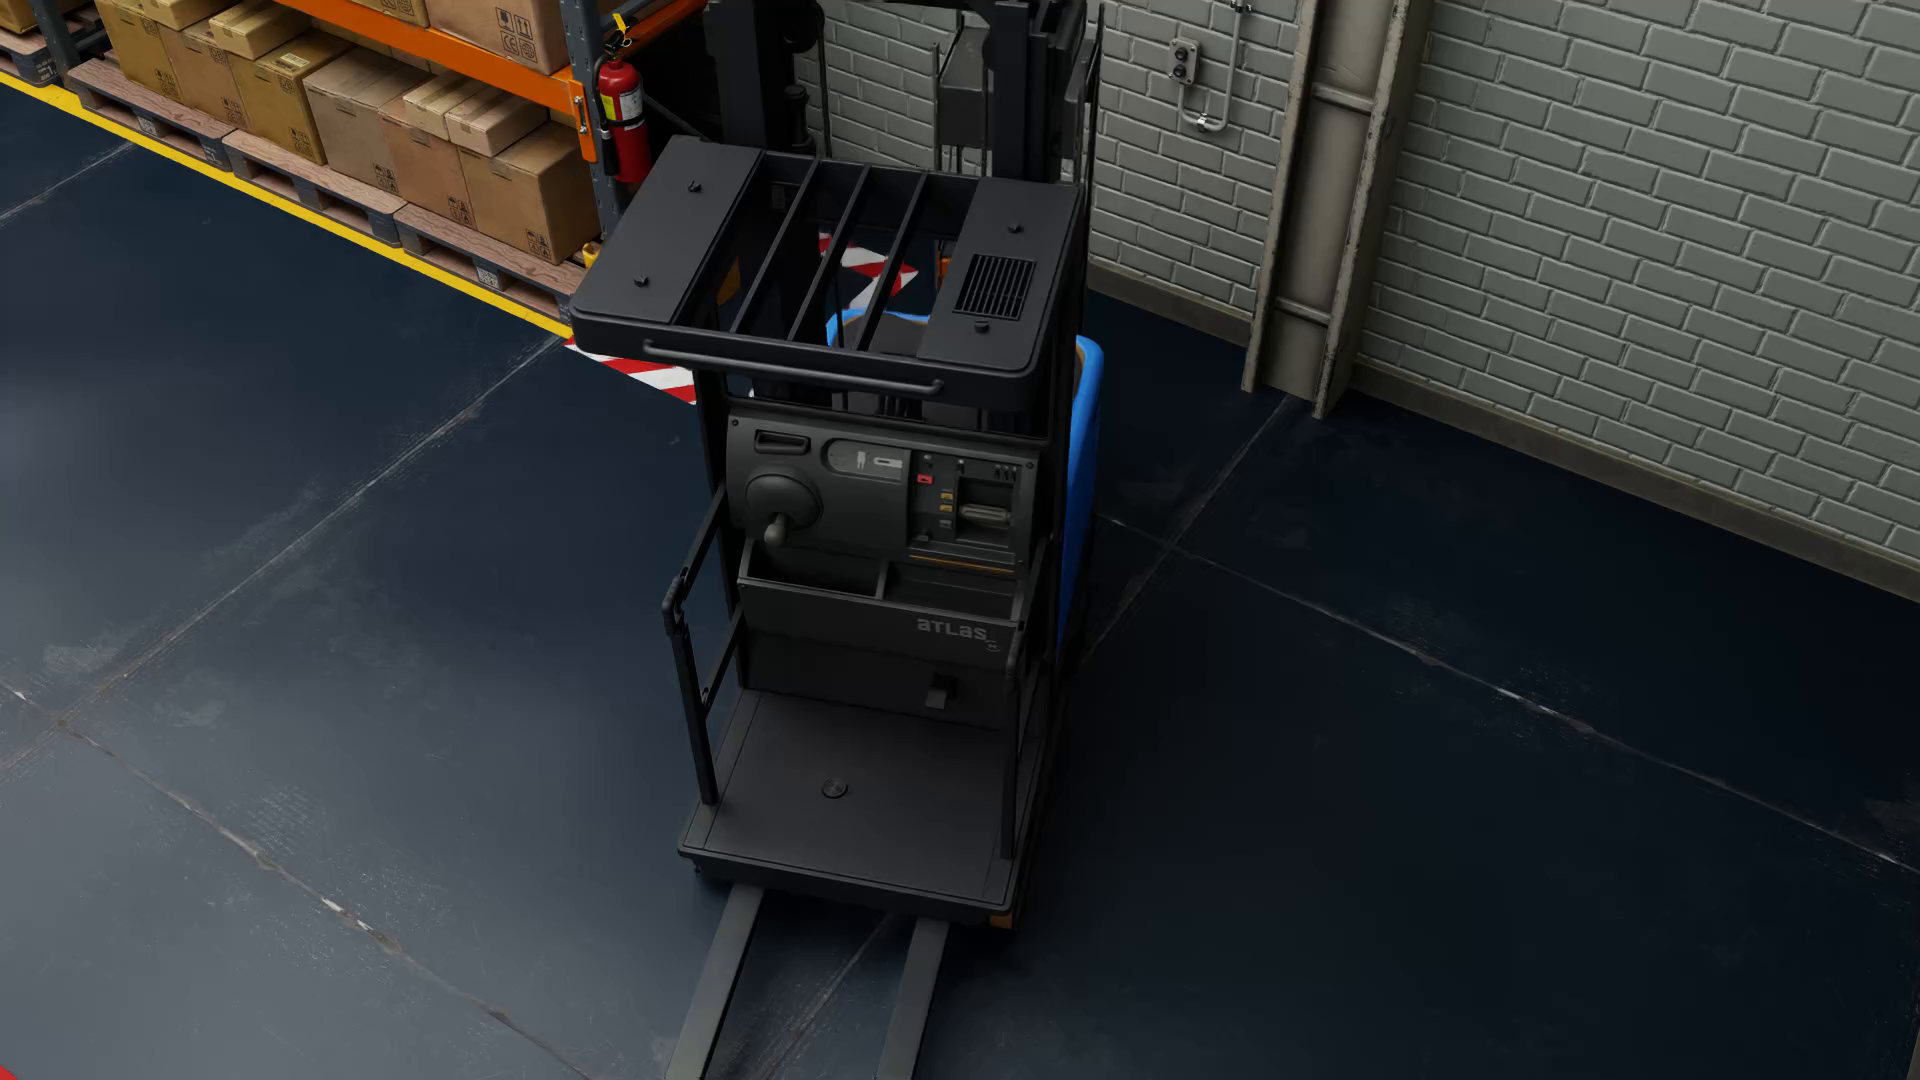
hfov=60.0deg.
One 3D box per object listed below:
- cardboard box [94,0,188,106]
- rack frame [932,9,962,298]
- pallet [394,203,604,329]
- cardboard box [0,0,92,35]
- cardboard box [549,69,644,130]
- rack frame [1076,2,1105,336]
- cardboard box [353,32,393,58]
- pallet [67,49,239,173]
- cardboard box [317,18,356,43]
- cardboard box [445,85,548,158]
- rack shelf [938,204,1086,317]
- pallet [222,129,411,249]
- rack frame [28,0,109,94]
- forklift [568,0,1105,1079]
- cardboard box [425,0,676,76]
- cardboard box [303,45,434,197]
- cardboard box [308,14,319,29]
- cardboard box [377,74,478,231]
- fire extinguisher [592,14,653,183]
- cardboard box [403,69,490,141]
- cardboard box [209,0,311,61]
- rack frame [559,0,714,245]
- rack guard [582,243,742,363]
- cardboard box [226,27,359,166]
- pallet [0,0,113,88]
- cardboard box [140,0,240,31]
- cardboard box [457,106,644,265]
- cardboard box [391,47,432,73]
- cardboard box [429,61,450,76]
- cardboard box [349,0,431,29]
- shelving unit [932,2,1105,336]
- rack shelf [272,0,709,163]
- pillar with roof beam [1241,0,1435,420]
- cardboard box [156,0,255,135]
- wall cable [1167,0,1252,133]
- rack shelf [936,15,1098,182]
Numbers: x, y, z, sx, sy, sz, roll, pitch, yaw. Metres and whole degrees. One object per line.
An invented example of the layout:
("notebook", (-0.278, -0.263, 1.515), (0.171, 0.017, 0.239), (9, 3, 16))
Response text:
("cardboard box", (-4.034, -2.732, 8.763), (0.500, 0.500, 0.700), (25, 51, 23))
("rack frame", (-0.040, -1.005, 6.262), (0.015, 2.100, 0.400), (9, 46, 8))
("pallet", (-1.957, -1.550, 8.109), (1.213, 0.211, 1.003), (25, 51, 22))
("cardboard box", (-5.226, -3.378, 9.147), (0.750, 0.750, 0.750), (25, 51, 23))
("cardboard box", (-1.672, -2.044, 7.642), (0.250, 0.149, 0.380), (25, 51, 22))
("rack frame", (0.437, -0.931, 6.191), (0.015, 2.100, 0.400), (9, 46, 8))
("cardboard box", (-2.740, -2.533, 8.118), (0.250, 0.149, 0.380), (25, 51, 22))
("pallet", (-4.011, -2.495, 9.027), (1.213, 0.211, 1.003), (25, 51, 22))
("cardboard box", (-2.953, -2.632, 8.214), (0.250, 0.149, 0.380), (24, 50, 21))
("cardboard box", (-2.091, -1.911, 7.513), (0.250, 0.149, 0.380), (24, 51, 22))
("rack shelf", (0.198, -0.959, 6.236), (0.480, 0.518, 0.431), (9, 46, 8))
("pallet", (-2.980, -2.023, 8.568), (1.213, 0.211, 1.003), (25, 51, 22))
("rack frame", (-4.609, -3.808, 8.359), (0.127, 3.000, 1.000), (25, 51, 22))
("forklift", (-0.278, -0.039, 4.745), (1.130, 2.935, 3.031), (9, 46, 8))
("cardboard box", (-1.676, -2.555, 6.932), (0.700, 0.700, 0.980), (27, 52, 24))
("cardboard box", (-2.730, -2.133, 8.181), (0.500, 0.500, 0.700), (23, 50, 21))
("cardboard box", (-3.170, -2.731, 8.310), (0.250, 0.149, 0.380), (25, 51, 22))
("cardboard box", (-2.306, -1.939, 7.993), (0.500, 0.500, 0.700), (25, 51, 22))
("fire extinguisher", (-1.364, -1.765, 6.688), (0.183, 0.674, 0.296), (25, 51, 22))
("cardboard box", (-2.307, -2.009, 7.609), (0.250, 0.149, 0.380), (26, 51, 23))
("cardboard box", (-3.405, -2.513, 8.098), (0.250, 0.149, 0.380), (23, 50, 21))
("rack frame", (-1.242, -2.259, 6.854), (0.127, 3.000, 1.000), (25, 51, 22))
("rack guard", (-1.221, -1.379, 7.741), (0.348, 0.500, 1.175), (25, 51, 22))
("cardboard box", (-3.183, -2.335, 8.378), (0.500, 0.500, 0.700), (26, 51, 23))
("pallet", (-5.299, -3.089, 9.605), (1.213, 0.211, 1.003), (25, 51, 22))
("cardboard box", (-3.845, -2.715, 8.295), (0.250, 0.149, 0.380), (26, 51, 23))
("cardboard box", (-1.885, -1.745, 7.804), (0.500, 0.500, 0.700), (25, 51, 22))
("cardboard box", (-2.523, -2.434, 8.022), (0.250, 0.149, 0.380), (25, 51, 23))
("cardboard box", (-2.309, -2.336, 7.927), (0.250, 0.149, 0.380), (25, 51, 22))
("cardboard box", (-2.295, -2.830, 7.199), (0.700, 0.700, 0.980), (24, 51, 22))
("shelving unit", (0.198, -0.968, 6.227), (0.503, 2.100, 0.431), (9, 46, 8))
("rack shelf", (-2.925, -2.783, 7.864), (4.000, 0.370, 1.077), (25, 51, 22))
("pillar with roof beam", (-0.826, -1.228, 1.669), (0.400, 9.000, 9.100), (25, 51, 22))
("cardboard box", (-3.613, -2.535, 8.572), (0.500, 0.500, 0.700), (24, 51, 22))
("wall cable", (0.347, -2.689, 6.563), (1.851, 1.984, 0.084), (25, 51, 22))
("rack shelf", (0.198, -1.446, 5.734), (0.480, 0.518, 0.431), (9, 46, 8))
